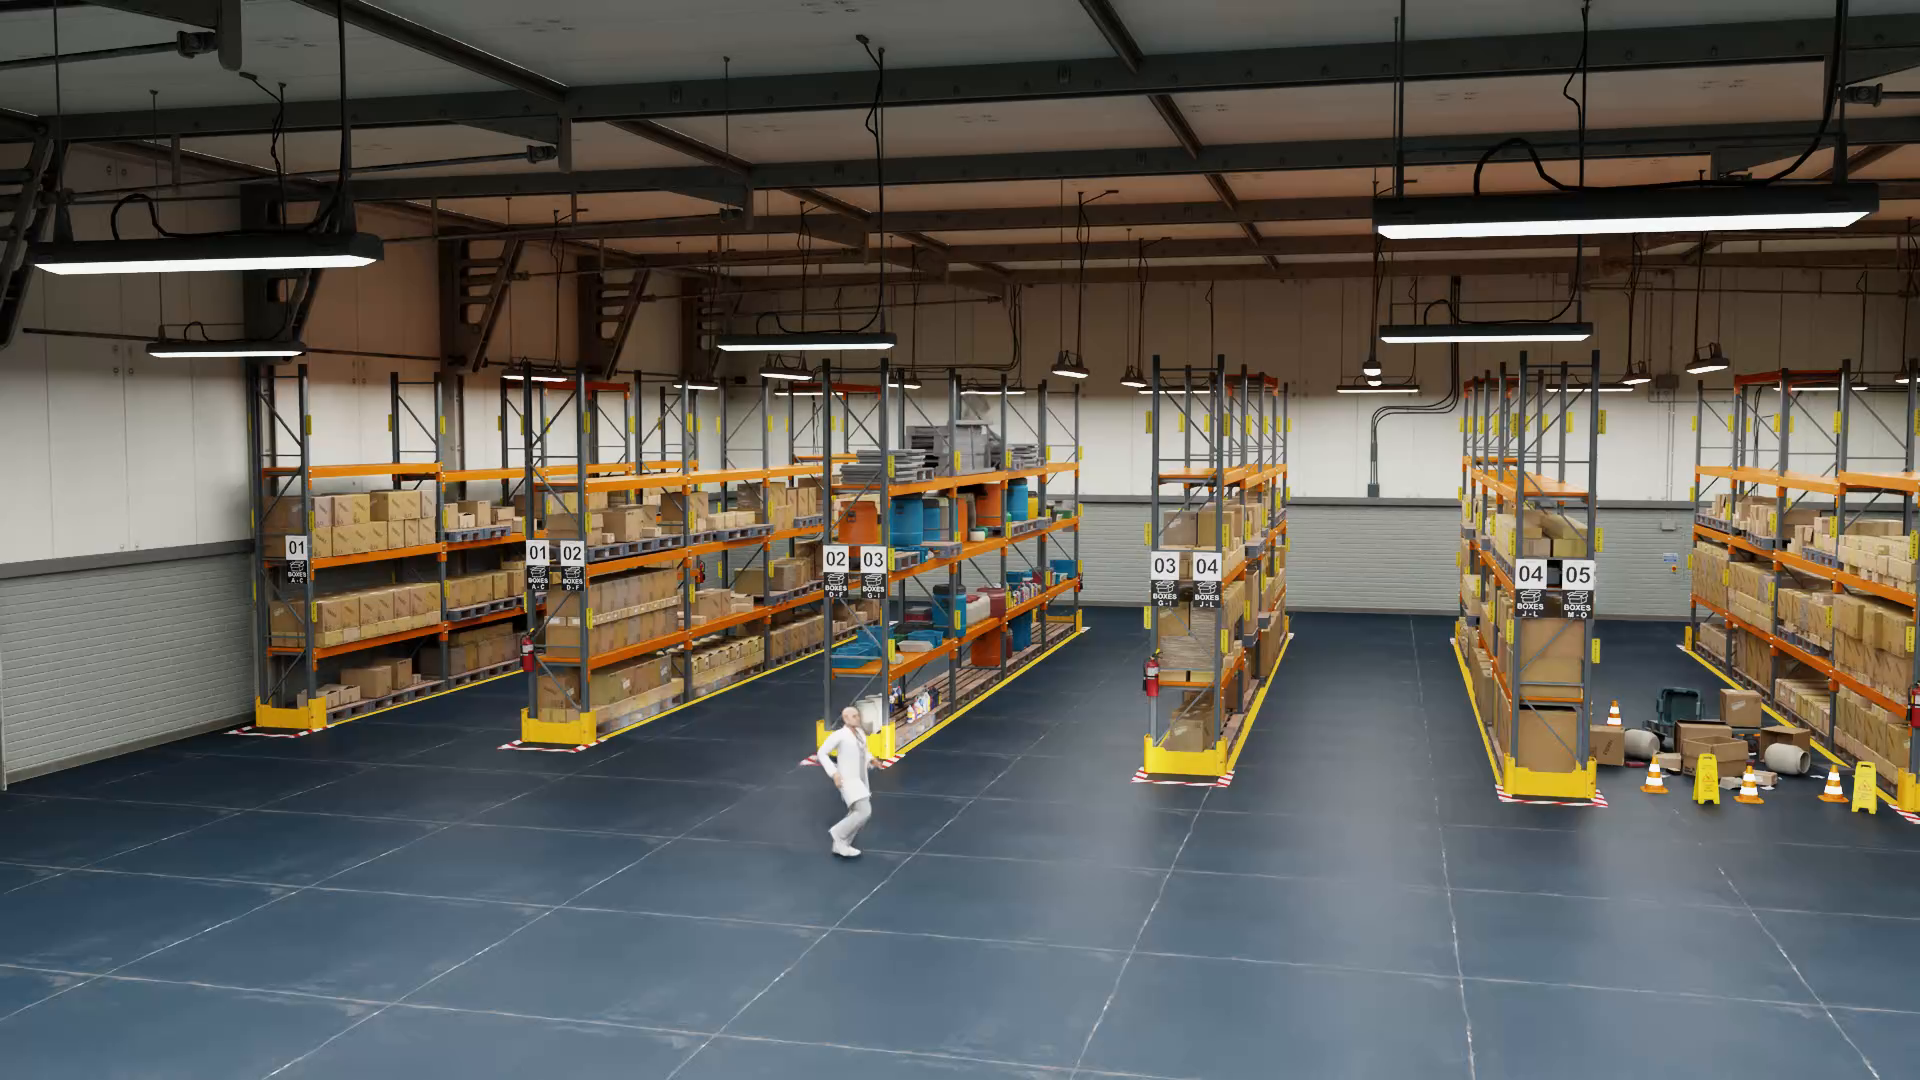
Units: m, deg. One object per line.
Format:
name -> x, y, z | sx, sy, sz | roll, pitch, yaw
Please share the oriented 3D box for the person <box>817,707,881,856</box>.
person -> -1.211, 2.799, 19.185 | 0.672, 1.740, 0.690 | 2, 5, 30
